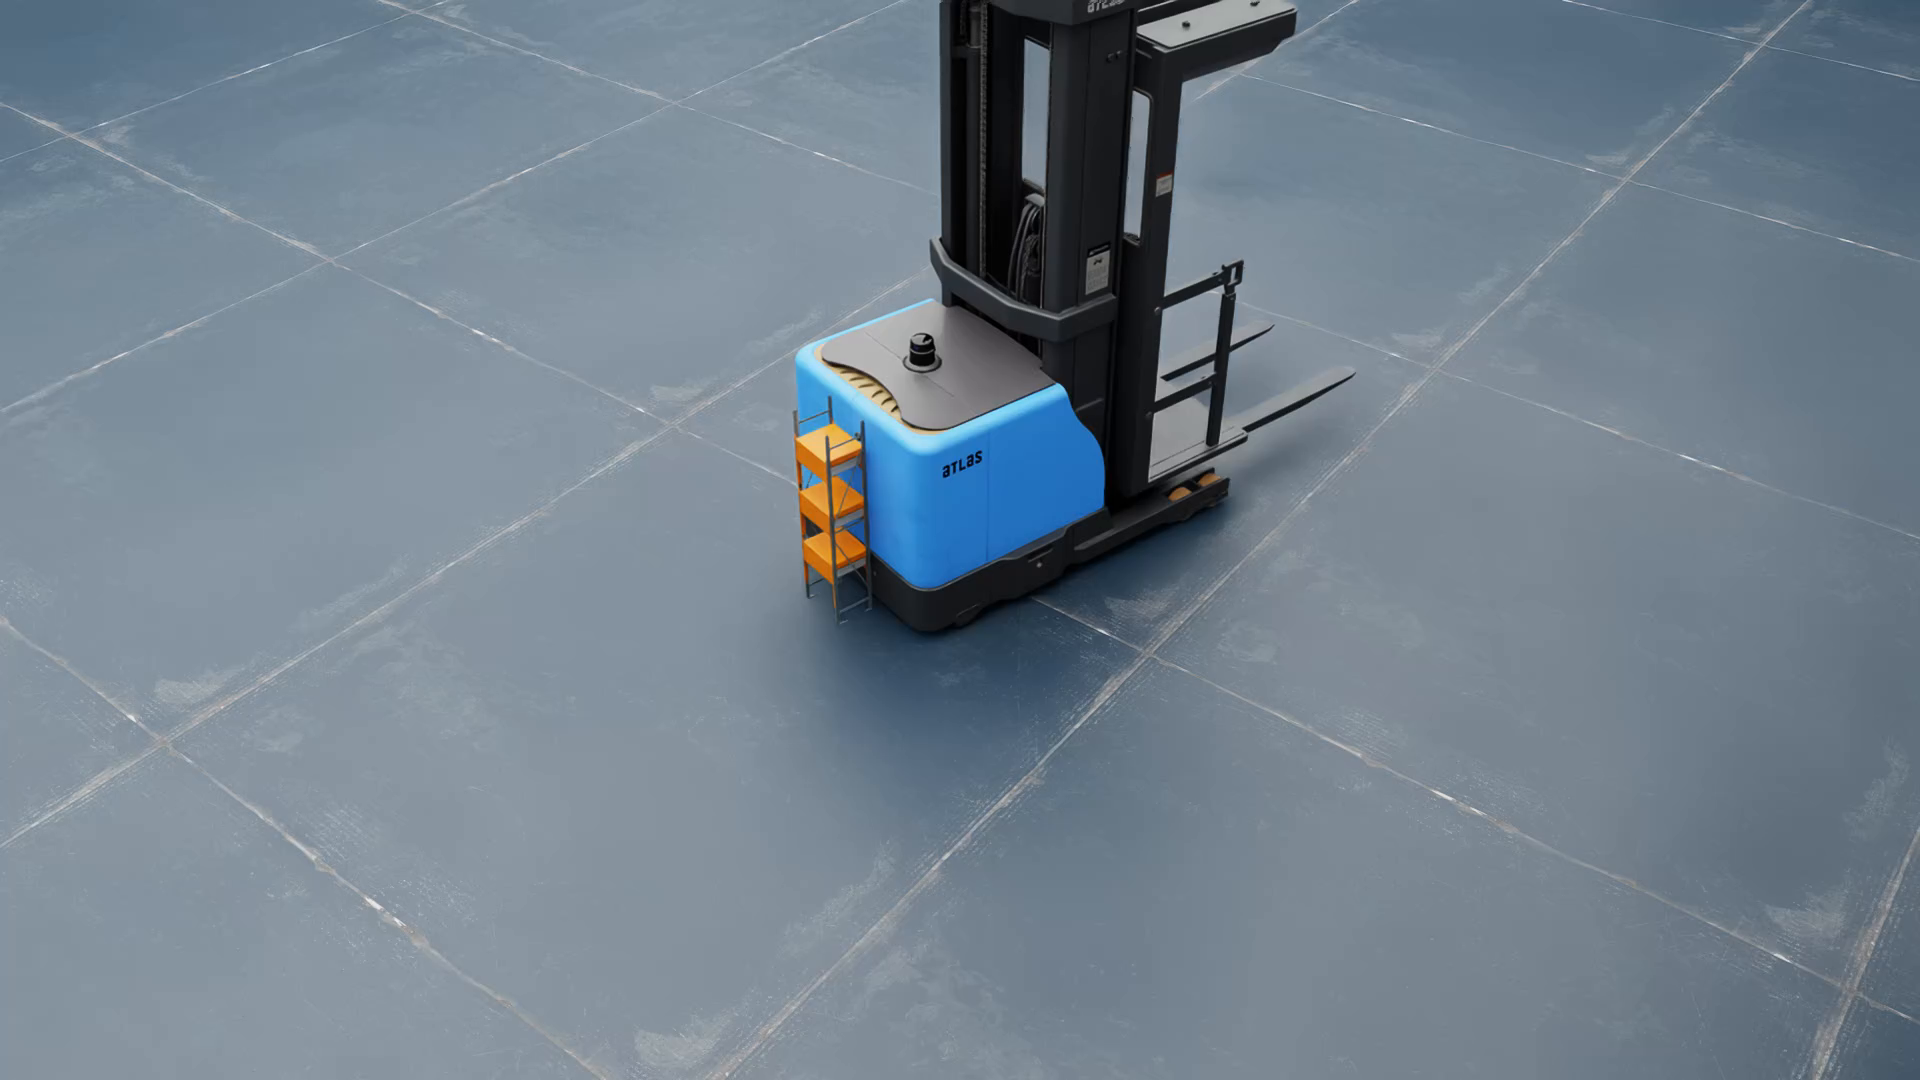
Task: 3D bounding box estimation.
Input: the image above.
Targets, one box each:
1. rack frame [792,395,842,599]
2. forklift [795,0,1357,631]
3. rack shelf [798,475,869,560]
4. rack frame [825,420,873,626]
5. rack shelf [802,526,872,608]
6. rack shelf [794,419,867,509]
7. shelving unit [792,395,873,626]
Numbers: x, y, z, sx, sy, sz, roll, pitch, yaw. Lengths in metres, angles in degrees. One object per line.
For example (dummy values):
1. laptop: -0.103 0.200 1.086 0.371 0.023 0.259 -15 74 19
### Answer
1. rack frame: -0.637 -0.176 7.484 0.200 1.050 0.008 -26 45 -29
2. forklift: 0.722 -1.482 7.627 3.031 2.935 1.130 -25 45 -29
3. rack shelf: -0.561 -0.109 7.415 0.215 0.259 0.240 -26 45 -29
4. rack frame: -0.486 -0.058 7.333 0.200 1.050 0.008 -26 45 -29
5. rack shelf: -0.561 0.110 7.586 0.215 0.259 0.240 -26 45 -29
6. rack shelf: -0.561 -0.332 7.240 0.215 0.259 0.240 -26 45 -29
7. shelving unit: -0.561 -0.117 7.409 0.215 1.050 0.252 -26 45 -29
